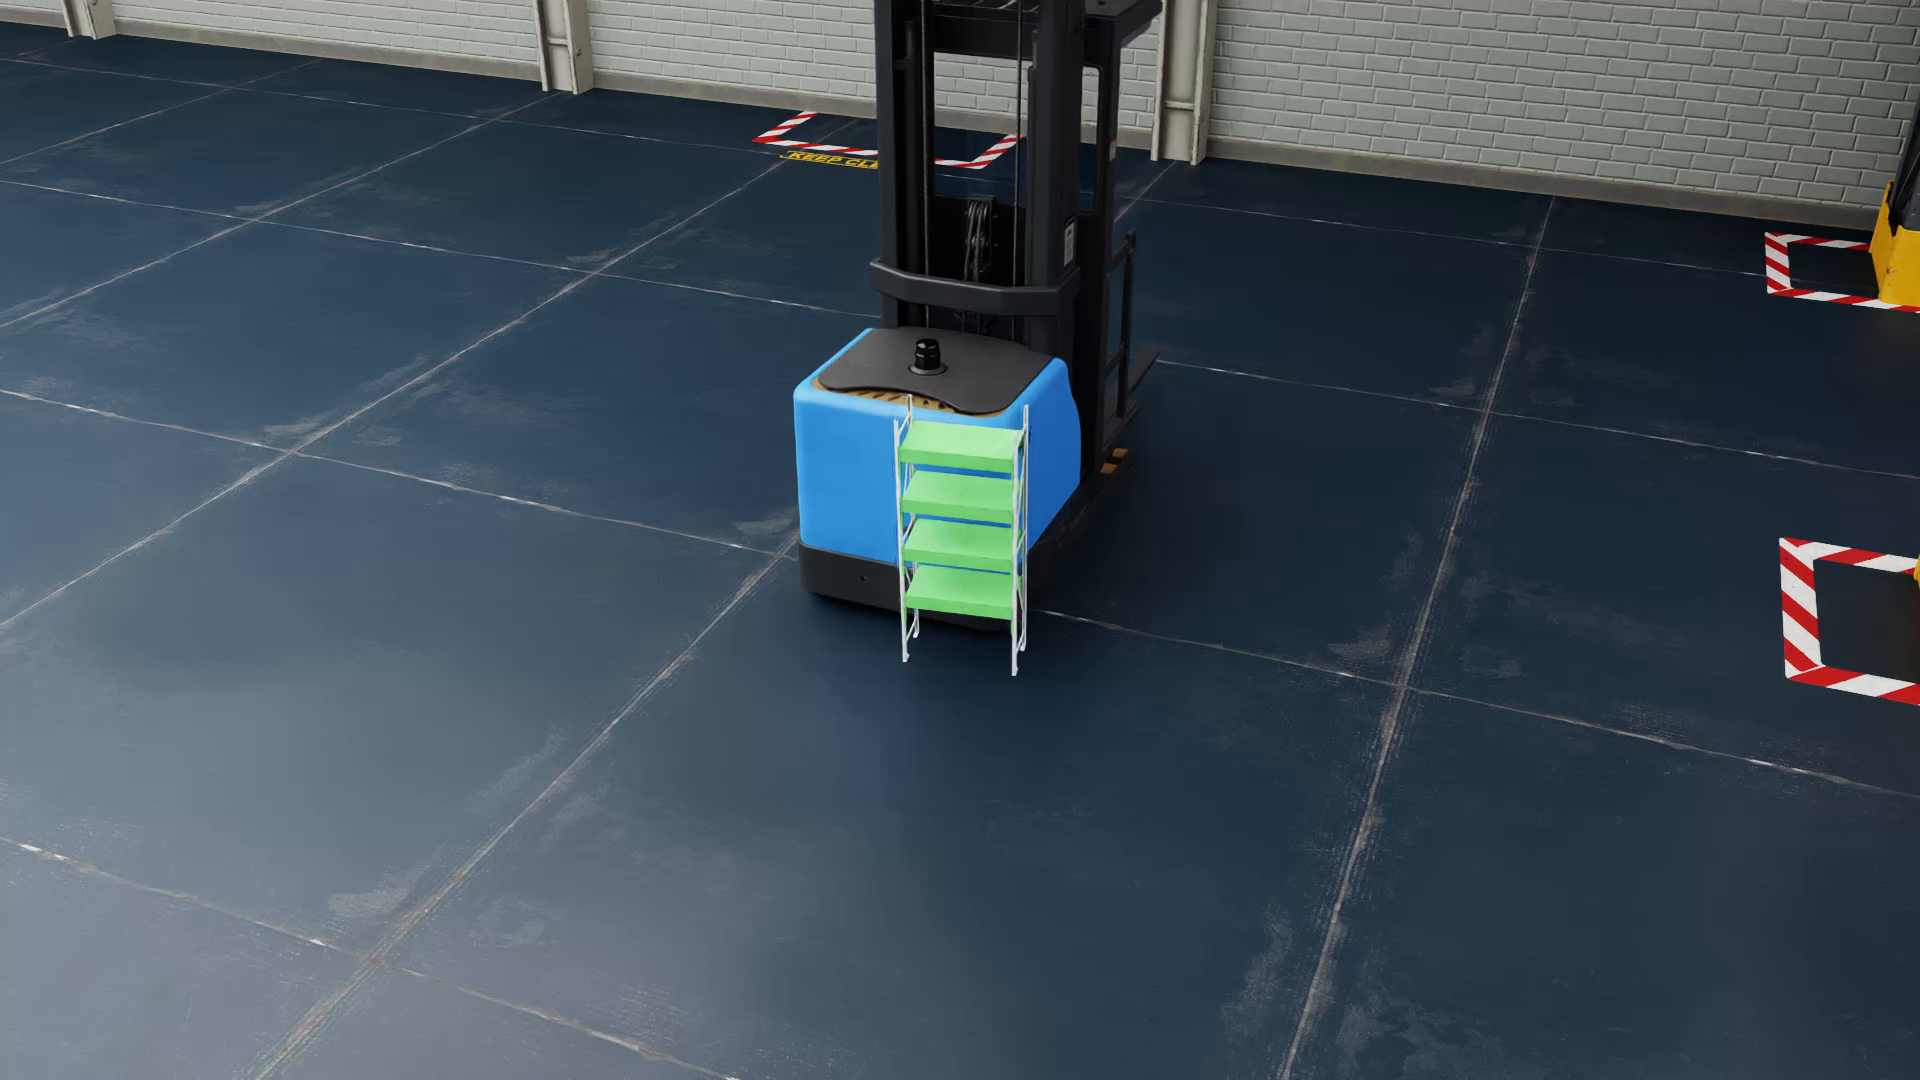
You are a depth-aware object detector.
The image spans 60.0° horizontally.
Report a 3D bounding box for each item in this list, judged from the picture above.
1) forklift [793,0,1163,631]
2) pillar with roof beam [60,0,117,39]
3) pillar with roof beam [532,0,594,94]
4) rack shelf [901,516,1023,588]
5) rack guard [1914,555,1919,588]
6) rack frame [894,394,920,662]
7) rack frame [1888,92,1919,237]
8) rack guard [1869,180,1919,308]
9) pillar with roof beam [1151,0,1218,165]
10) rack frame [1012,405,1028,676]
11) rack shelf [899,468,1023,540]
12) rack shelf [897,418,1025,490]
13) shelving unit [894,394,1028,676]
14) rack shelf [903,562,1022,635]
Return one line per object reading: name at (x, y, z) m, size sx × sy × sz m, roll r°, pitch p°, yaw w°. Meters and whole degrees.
forklift at (0.284, -1.580, 8.067) m, size 1.130 × 2.935 × 3.031 m, roll 11°, pitch 31°, yaw 19°
pillar with roof beam at (-10.909, -7.375, 12.153) m, size 0.400 × 9.000 × 9.100 m, roll 11°, pitch 31°, yaw 19°
pillar with roof beam at (-5.350, -6.265, 10.189) m, size 0.400 × 9.000 × 9.100 m, roll 11°, pitch 31°, yaw 19°
rack shelf at (0.015, 0.049, 7.059) m, size 0.480 × 0.148 × 0.258 m, roll 6°, pitch 33°, yaw 11°
rack guard at (4.533, 0.212, 7.367) m, size 0.348 × 0.500 × 1.175 m, roll 11°, pitch 31°, yaw 19°
rack frame at (-0.224, -0.032, 7.072) m, size 0.015 × 1.200 × 0.240 m, roll 6°, pitch 33°, yaw 11°
rack frame at (6.415, -3.131, 10.742) m, size 0.127 × 3.000 × 1.000 m, roll 11°, pitch 31°, yaw 19°
rack guard at (6.485, -2.029, 11.332) m, size 0.348 × 0.500 × 1.175 m, roll 11°, pitch 31°, yaw 19°
pillar with roof beam at (0.210, -5.155, 8.225) m, size 0.400 × 9.000 × 9.100 m, roll 11°, pitch 31°, yaw 19°
rack frame at (0.252, 0.021, 6.978) m, size 0.015 × 1.200 × 0.240 m, roll 6°, pitch 33°, yaw 11°
rack shelf at (0.011, -0.153, 6.930) m, size 0.480 × 0.148 × 0.258 m, roll 6°, pitch 33°, yaw 11°
rack shelf at (0.008, -0.355, 6.800) m, size 0.480 × 0.148 × 0.258 m, roll 6°, pitch 33°, yaw 11°
shelving unit at (0.014, -0.005, 7.025) m, size 0.503 × 1.200 × 0.258 m, roll 6°, pitch 33°, yaw 11°
rack shelf at (0.018, 0.251, 7.189) m, size 0.480 × 0.148 × 0.258 m, roll 6°, pitch 33°, yaw 11°
